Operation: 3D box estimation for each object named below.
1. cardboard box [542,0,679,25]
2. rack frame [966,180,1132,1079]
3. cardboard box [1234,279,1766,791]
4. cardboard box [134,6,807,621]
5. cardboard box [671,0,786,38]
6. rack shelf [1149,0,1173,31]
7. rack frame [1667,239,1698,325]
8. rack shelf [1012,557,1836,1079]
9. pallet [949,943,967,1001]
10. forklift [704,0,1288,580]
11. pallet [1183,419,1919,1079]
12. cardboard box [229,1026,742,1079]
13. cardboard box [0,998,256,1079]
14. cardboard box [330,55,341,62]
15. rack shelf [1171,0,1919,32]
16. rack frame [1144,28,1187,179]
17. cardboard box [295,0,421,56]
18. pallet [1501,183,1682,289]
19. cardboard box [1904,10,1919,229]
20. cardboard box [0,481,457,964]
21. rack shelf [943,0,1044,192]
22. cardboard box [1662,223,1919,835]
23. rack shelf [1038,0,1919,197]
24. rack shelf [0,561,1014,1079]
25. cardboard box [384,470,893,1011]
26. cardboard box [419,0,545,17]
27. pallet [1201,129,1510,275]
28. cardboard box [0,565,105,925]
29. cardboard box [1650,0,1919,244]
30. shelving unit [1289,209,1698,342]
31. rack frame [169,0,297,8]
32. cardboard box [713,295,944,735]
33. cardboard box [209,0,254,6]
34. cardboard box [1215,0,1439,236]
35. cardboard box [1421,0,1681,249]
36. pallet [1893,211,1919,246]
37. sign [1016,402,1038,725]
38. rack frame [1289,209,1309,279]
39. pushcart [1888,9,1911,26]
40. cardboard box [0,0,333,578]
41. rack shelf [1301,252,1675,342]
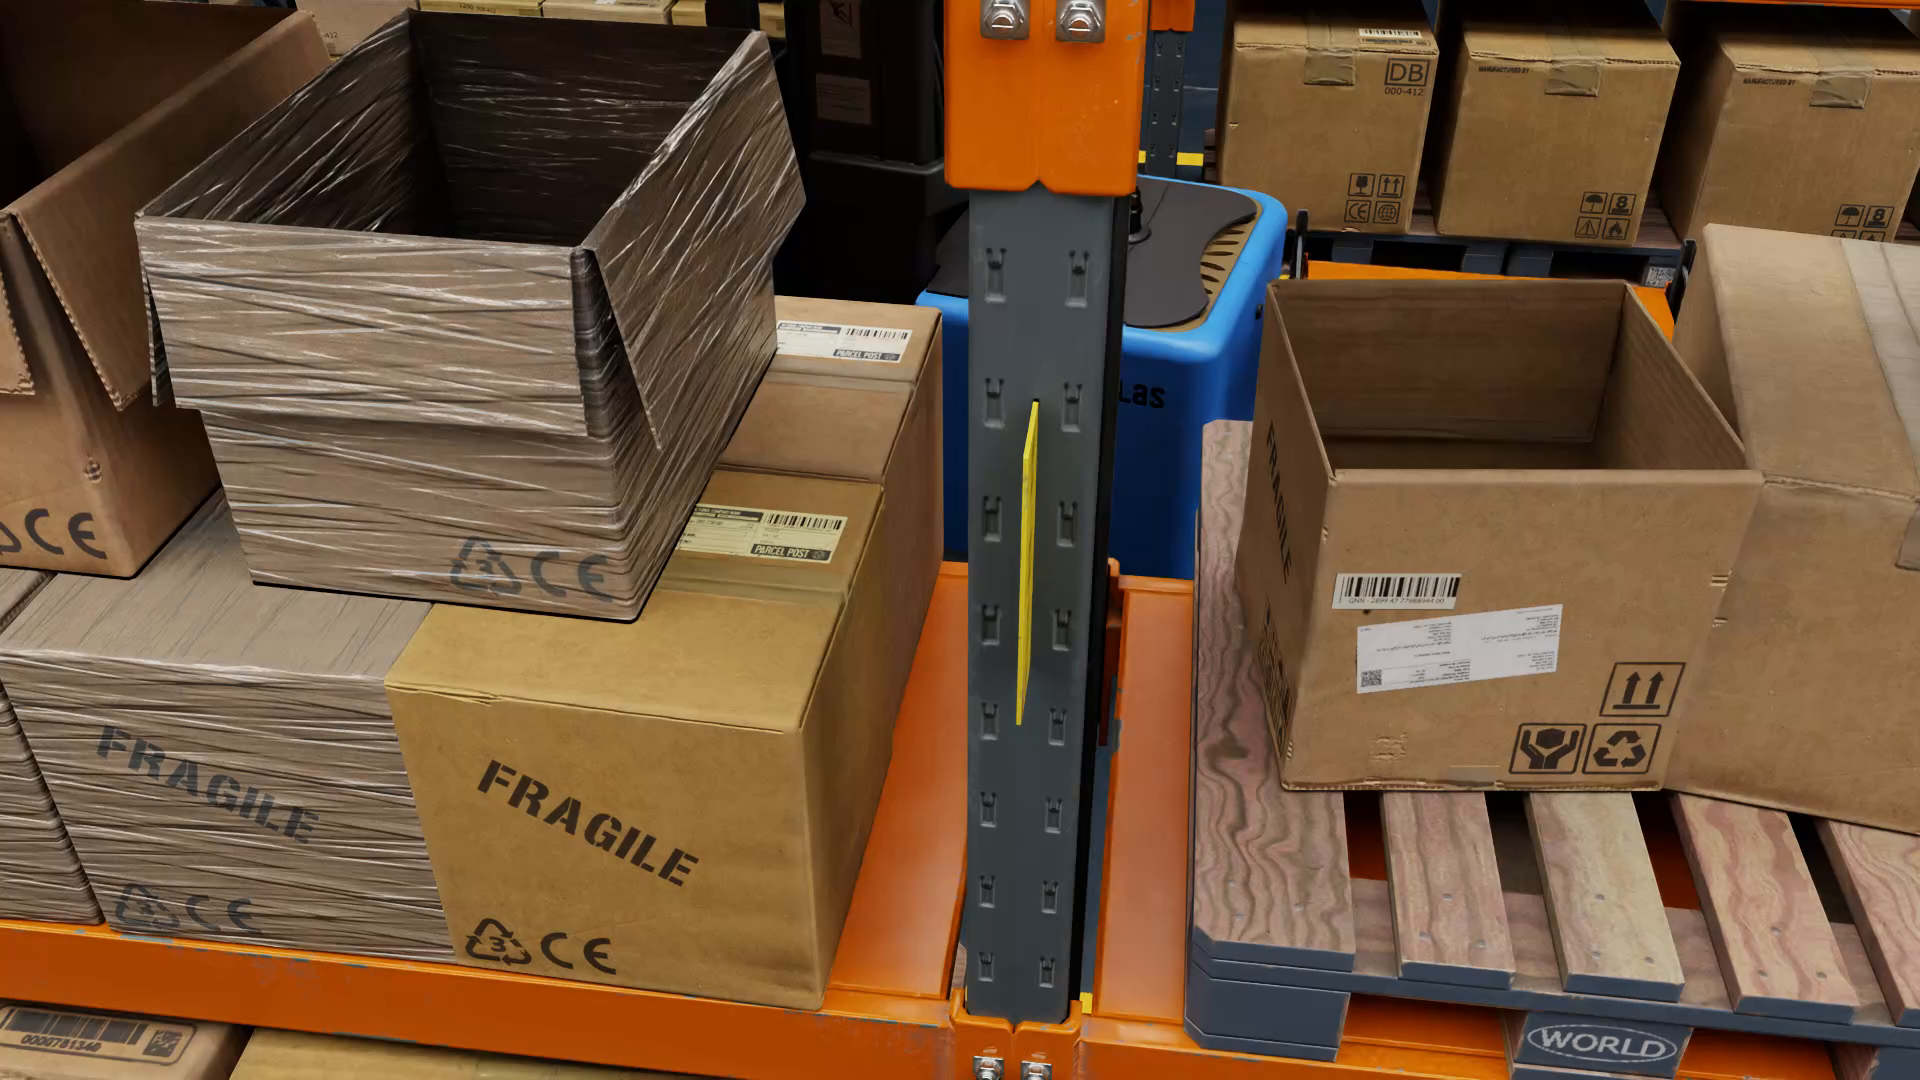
[{"bbox_3d":[-1.369,-2.140,6.811,0.500,0.250,0.500,6,36,8],"label":"cardboard box"},{"bbox_3d":[0.133,0.180,2.416,0.127,3.000,1.000,4,36,6],"label":"rack frame"},{"bbox_3d":[0.674,-0.015,2.241,0.500,0.500,0.500,0,36,0],"label":"cardboard box"},{"bbox_3d":[-0.590,-0.333,2.185,0.637,0.503,0.797,5,36,8],"label":"cardboard box"},{"bbox_3d":[-0.851,-2.107,6.765,0.500,0.250,0.500,5,36,7],"label":"cardboard box"},{"bbox_3d":[-1.119,-2.526,6.826,4.000,0.370,1.077,4,36,6],"label":"rack shelf"},{"bbox_3d":[1.901,-0.203,4.566,0.032,1.125,0.500,6,36,9],"label":"rack frame"},{"bbox_3d":[2.117,0.620,2.418,4.000,0.370,1.077,4,36,6],"label":"rack shelf"},{"bbox_3d":[-0.639,1.213,3.369,1.213,0.211,1.003,4,36,6],"label":"pallet"},{"bbox_3d":[-0.613,-1.355,4.625,3.031,2.935,1.130,12,37,16],"label":"forklift"},{"bbox_3d":[0.854,0.249,2.484,1.003,0.211,1.213,4,36,6],"label":"pallet"},{"bbox_3d":[-0.549,0.811,3.000,0.875,0.875,1.225,3,36,4],"label":"cardboard box"},{"bbox_3d":[-1.432,0.740,3.098,0.875,0.875,1.225,4,36,6],"label":"cardboard box"},{"bbox_3d":[-2.403,-1.913,7.138,0.500,0.500,0.500,6,36,8],"label":"cardboard box"},{"bbox_3d":[2.849,-2.230,6.412,4.000,0.370,1.077,4,36,6],"label":"rack shelf"},{"bbox_3d":[0.865,-2.671,6.410,0.127,3.000,1.000,4,36,6],"label":"rack frame"},{"bbox_3d":[-2.403,-2.219,6.921,0.500,0.250,0.500,3,36,4],"label":"cardboard box"},{"bbox_3d":[2.844,-1.342,6.949,1.213,0.211,1.003,4,36,6],"label":"pallet"},{"bbox_3d":[4.205,-1.624,6.519,0.750,0.750,1.050,4,36,6],"label":"cardboard box"},{"bbox_3d":[-0.882,0.205,2.295,0.500,0.500,0.500,4,36,6],"label":"cardboard box"},{"bbox_3d":[-1.851,-0.896,1.961,4.000,0.370,1.077,4,36,6],"label":"rack shelf"},{"bbox_3d":[1.240,-0.031,2.264,0.500,0.500,0.700,9,37,13],"label":"cardboard box"},{"bbox_3d":[2.117,-0.600,1.546,4.000,0.370,1.077,4,36,6],"label":"rack shelf"},{"bbox_3d":[-1.851,0.325,2.832,4.000,0.370,1.077,4,36,6],"label":"rack shelf"},{"bbox_3d":[-0.388,0.245,2.238,0.500,0.500,0.500,5,36,7],"label":"cardboard box"},{"bbox_3d":[-1.874,-2.181,6.868,0.500,0.250,0.500,5,36,7],"label":"cardboard box"},{"bbox_3d":[1.638,-1.434,7.078,1.213,0.211,1.003,4,36,6],"label":"pallet"},{"bbox_3d":[-1.397,0.168,2.346,0.500,0.500,0.500,3,36,4],"label":"cardboard box"},{"bbox_3d":[3.249,-1.698,6.622,0.750,0.750,1.050,4,36,6],"label":"cardboard box"},{"bbox_3d":[1.402,-0.258,4.643,1.048,1.125,0.538,6,36,9],"label":"shelving unit"},{"bbox_3d":[-3.102,-2.967,6.825,0.127,3.000,1.000,4,36,6],"label":"rack frame"},{"bbox_3d":[-0.314,-0.054,2.657,0.500,0.500,0.500,5,36,7],"label":"cardboard box"},{"bbox_3d":[-3.418,-2.364,7.561,0.250,0.149,0.380,6,36,8],"label":"cardboard box"},{"bbox_3d":[1.458,-1.829,6.806,0.750,0.750,1.050,4,36,5],"label":"cardboard box"},{"bbox_3d":[2.325,-1.766,6.718,0.750,0.750,1.050,5,36,7],"label":"cardboard box"},{"bbox_3d":[4.058,-1.253,6.825,1.213,0.211,1.003,4,36,6],"label":"pallet"},{"bbox_3d":[0.066,0.028,1.631,0.005,0.325,0.100,4,36,6],"label":"sign"},{"bbox_3d":[0.902,-0.312,4.719,0.032,1.125,0.500,6,36,9],"label":"rack frame"},{"bbox_3d":[5.122,-2.850,8.918,0.936,0.377,1.648,-7,36,-10],"label":"pushcart"},{"bbox_3d":[-1.236,-0.383,2.254,0.637,0.503,0.797,5,36,7],"label":"cardboard box"},{"bbox_3d":[1.402,-0.496,4.473,1.000,0.278,0.538,6,36,9],"label":"rack shelf"}]
